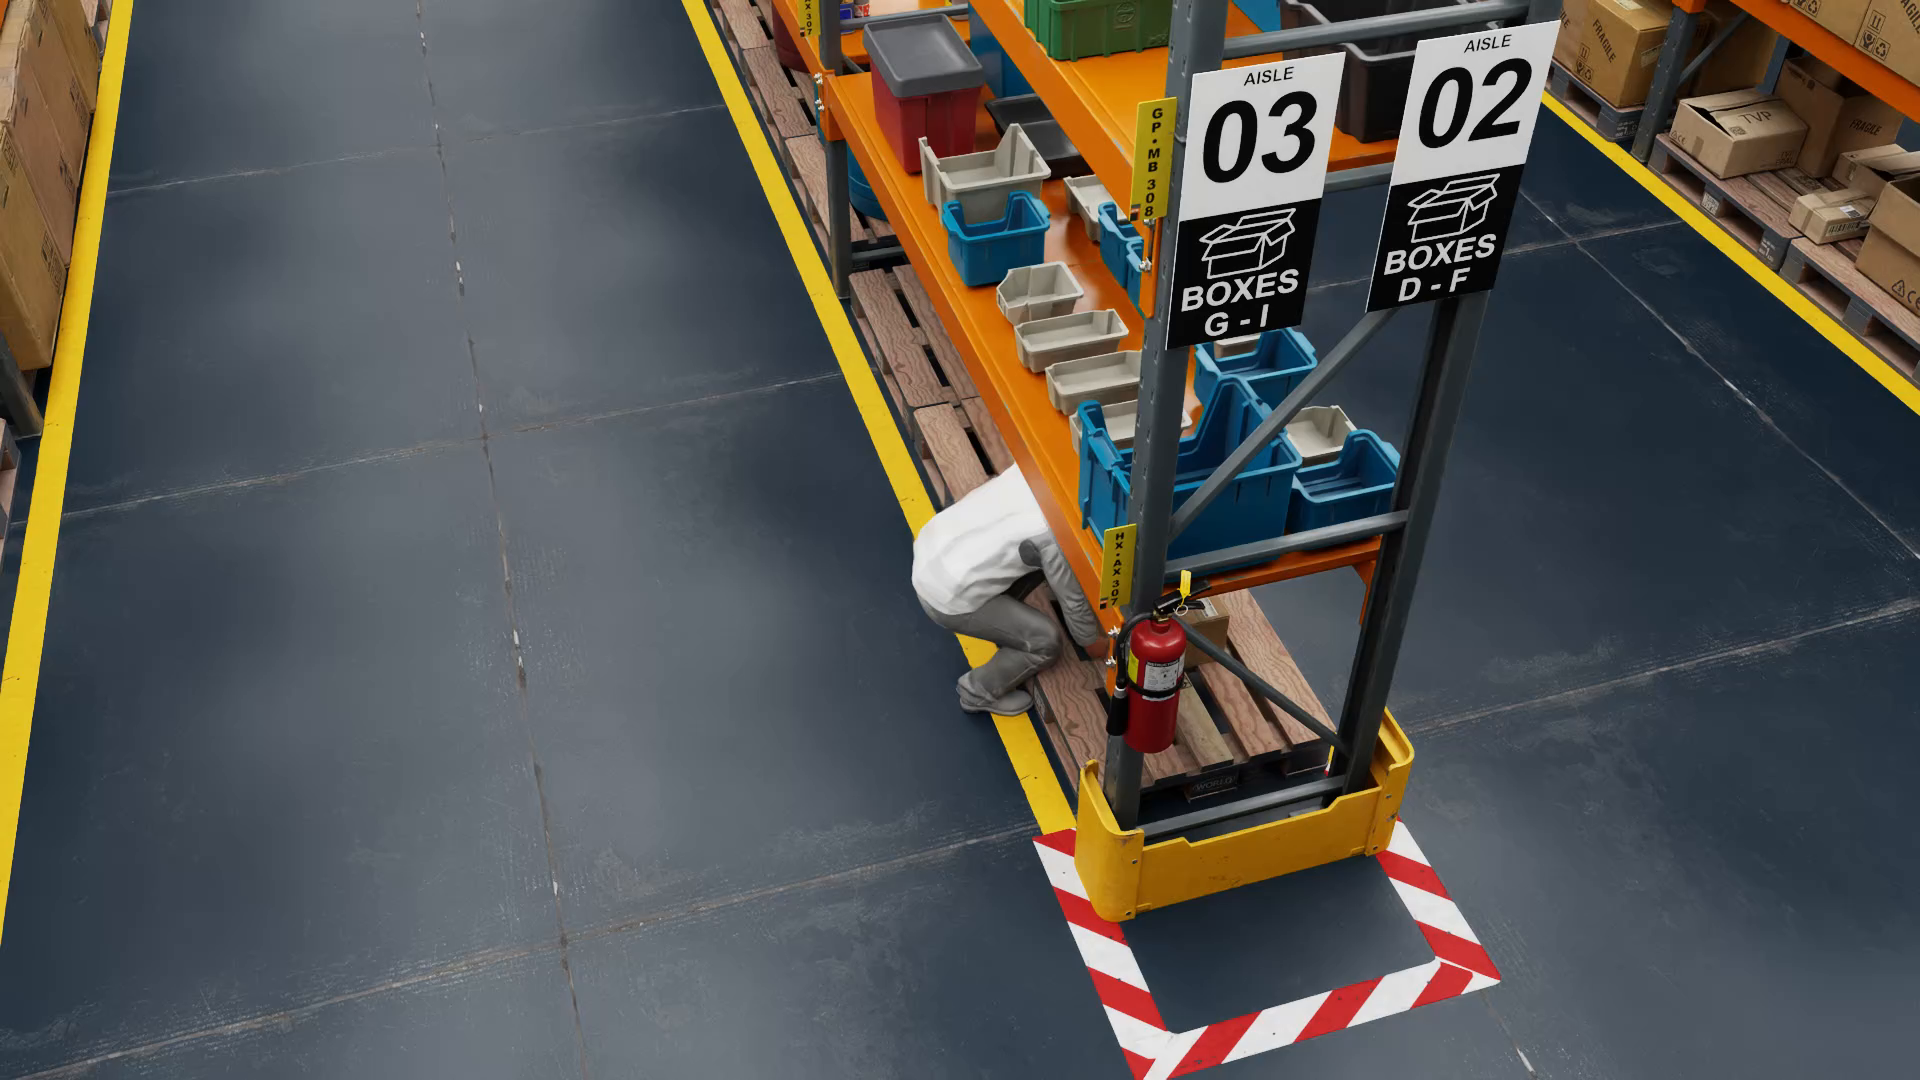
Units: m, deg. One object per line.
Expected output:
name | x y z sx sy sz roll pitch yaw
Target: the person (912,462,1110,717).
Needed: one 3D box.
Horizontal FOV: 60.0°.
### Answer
person | 0.253 0.123 6.464 0.874 1.161 0.568 0 42 0
